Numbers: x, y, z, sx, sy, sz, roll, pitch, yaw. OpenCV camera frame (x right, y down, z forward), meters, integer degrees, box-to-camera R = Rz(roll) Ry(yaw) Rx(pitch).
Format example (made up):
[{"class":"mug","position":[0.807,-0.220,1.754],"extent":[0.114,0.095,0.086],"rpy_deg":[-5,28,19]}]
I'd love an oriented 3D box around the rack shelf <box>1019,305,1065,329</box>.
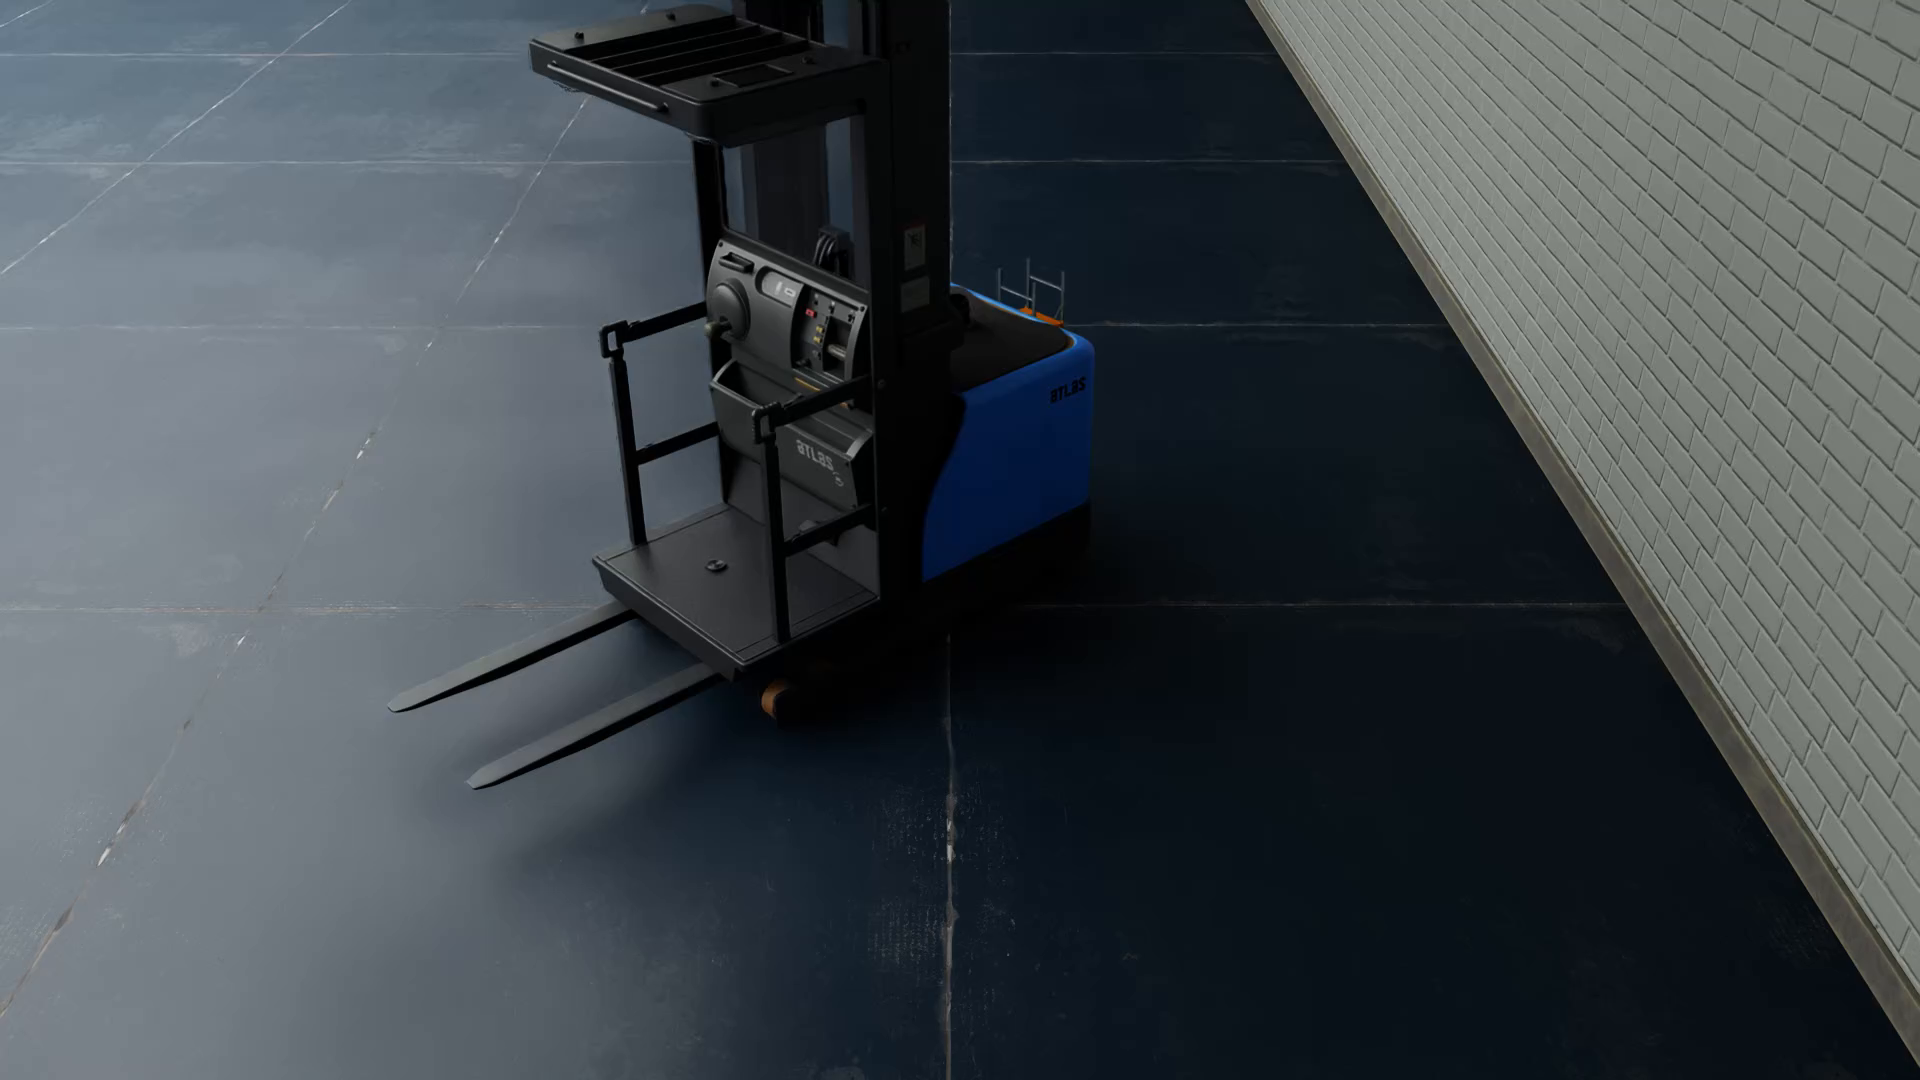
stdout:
[{"class":"rack shelf","position":[0.321,-0.960,7.567],"extent":[0.180,0.103,0.258],"rpy_deg":[-26,40,-36]}]

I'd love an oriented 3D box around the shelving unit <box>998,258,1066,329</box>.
[{"class":"shelving unit","position":[0.321,-0.690,7.731],"extent":[0.189,1.200,0.258],"rpy_deg":[-26,40,-36]}]

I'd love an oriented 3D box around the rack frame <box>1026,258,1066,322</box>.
[{"class":"rack frame","position":[0.388,-0.723,7.784],"extent":[0.006,1.200,0.240],"rpy_deg":[-26,40,-36]}]

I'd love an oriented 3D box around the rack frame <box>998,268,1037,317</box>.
[{"class":"rack frame","position":[0.254,-0.658,7.678],"extent":[0.006,1.200,0.240],"rpy_deg":[-26,40,-36]}]

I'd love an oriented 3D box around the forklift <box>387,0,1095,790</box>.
[{"class":"forklift","position":[-0.832,-0.843,6.315],"extent":[3.031,2.935,1.130],"rpy_deg":[-26,40,-36]}]
